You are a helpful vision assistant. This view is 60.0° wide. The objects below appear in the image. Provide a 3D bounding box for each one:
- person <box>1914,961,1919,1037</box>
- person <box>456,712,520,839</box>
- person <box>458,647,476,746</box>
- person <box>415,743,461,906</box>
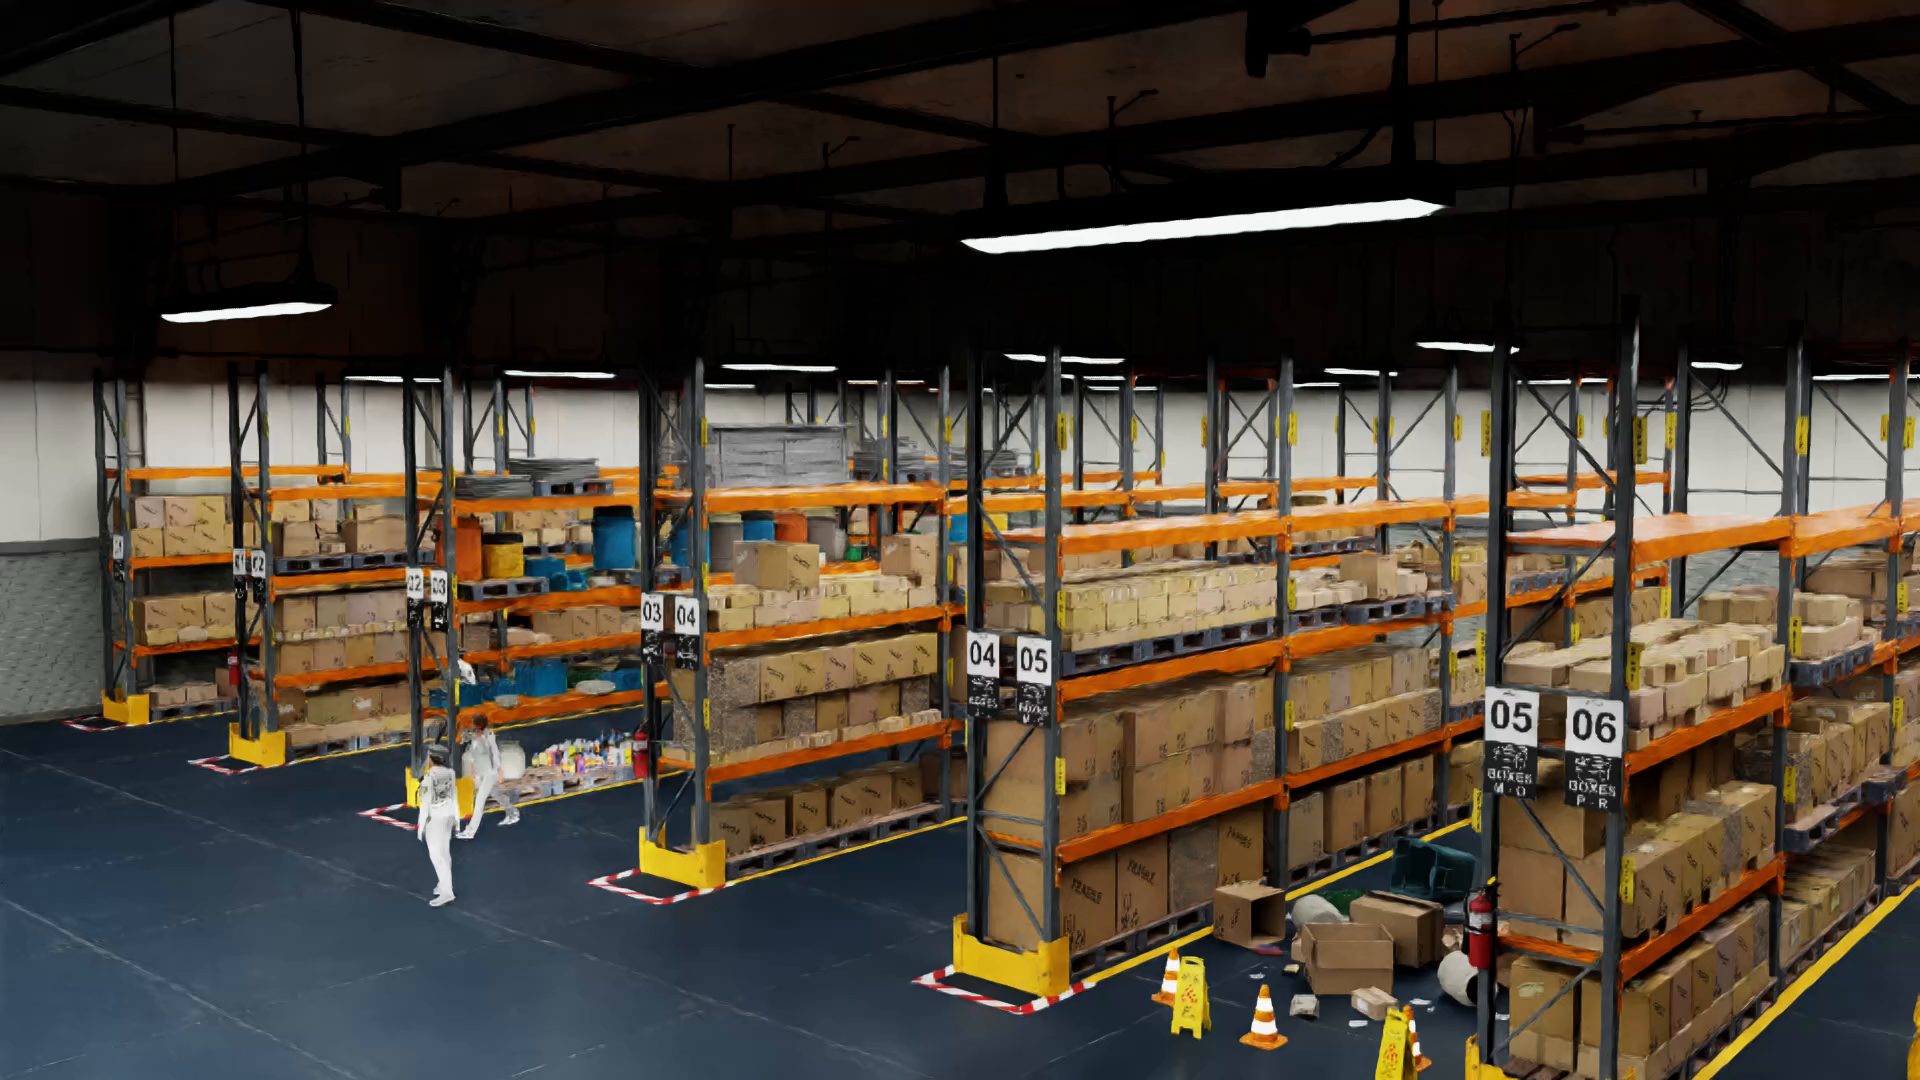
[{"bbox_3d":[7.945,3.302,13.453,0.586,1.731,0.498,-1,4,-19],"label":"person"},{"bbox_3d":[-5.890,2.880,20.610,0.419,1.500,1.038,3,5,39],"label":"person"},{"bbox_3d":[-7.772,2.444,26.025,0.639,1.632,0.506,3,5,39],"label":"person"},{"bbox_3d":[-5.585,3.029,17.833,0.478,1.669,0.622,1,4,16],"label":"person"}]
